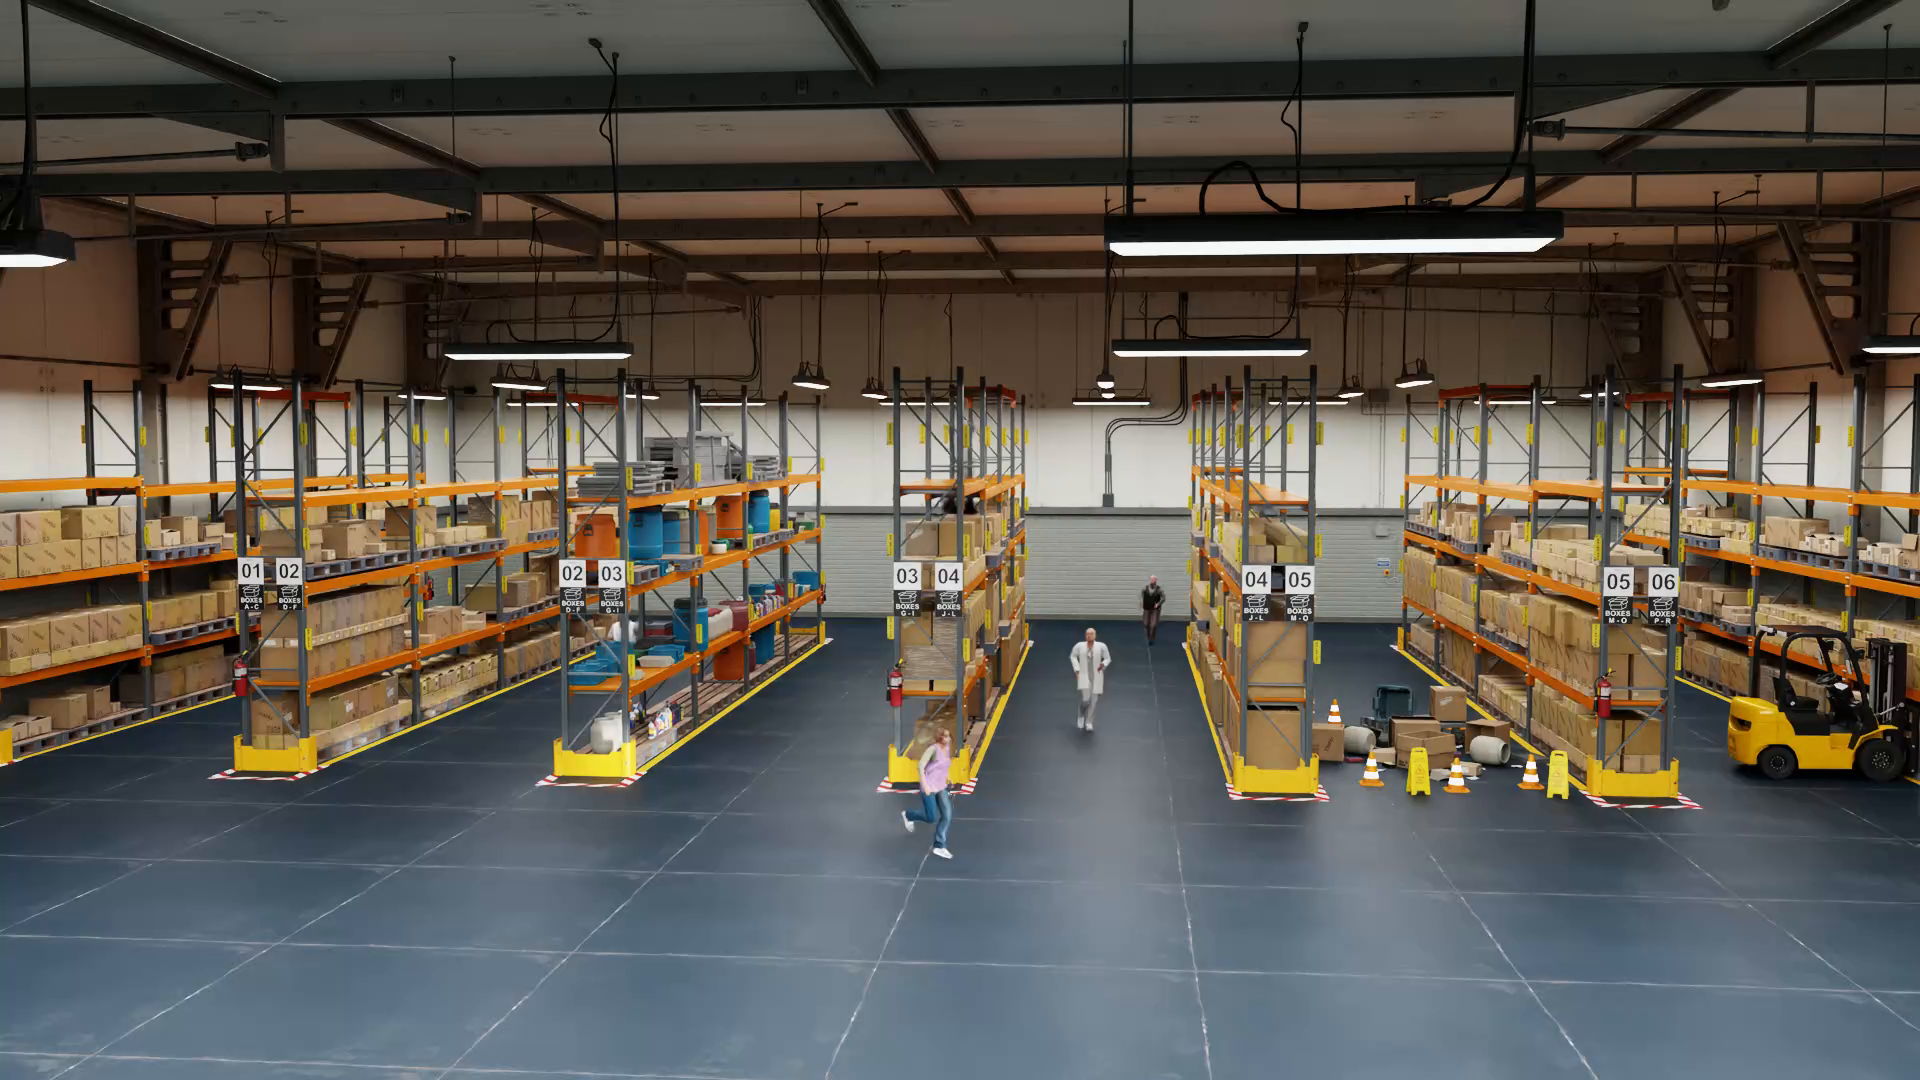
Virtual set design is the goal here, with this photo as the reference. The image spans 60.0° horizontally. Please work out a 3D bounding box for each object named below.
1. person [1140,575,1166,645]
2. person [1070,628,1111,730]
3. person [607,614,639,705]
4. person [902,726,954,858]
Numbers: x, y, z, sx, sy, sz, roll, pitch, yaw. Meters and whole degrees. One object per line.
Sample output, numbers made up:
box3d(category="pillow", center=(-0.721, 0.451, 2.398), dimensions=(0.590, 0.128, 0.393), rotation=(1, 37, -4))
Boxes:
box3d(category="person", center=(4.626, 1.689, 40.018), dimensions=(0.660, 1.677, 0.587), rotation=(1, 4, 19))
box3d(category="person", center=(2.223, 2.369, 28.246), dimensions=(0.686, 1.748, 0.665), rotation=(0, 4, 2))
box3d(category="person", center=(-6.316, 2.171, 31.415), dimensions=(0.691, 1.782, 0.930), rotation=(0, 4, 2))
box3d(category="person", center=(-0.369, 3.004, 19.998), dimensions=(0.767, 1.576, 0.551), rotation=(3, 5, 39))
